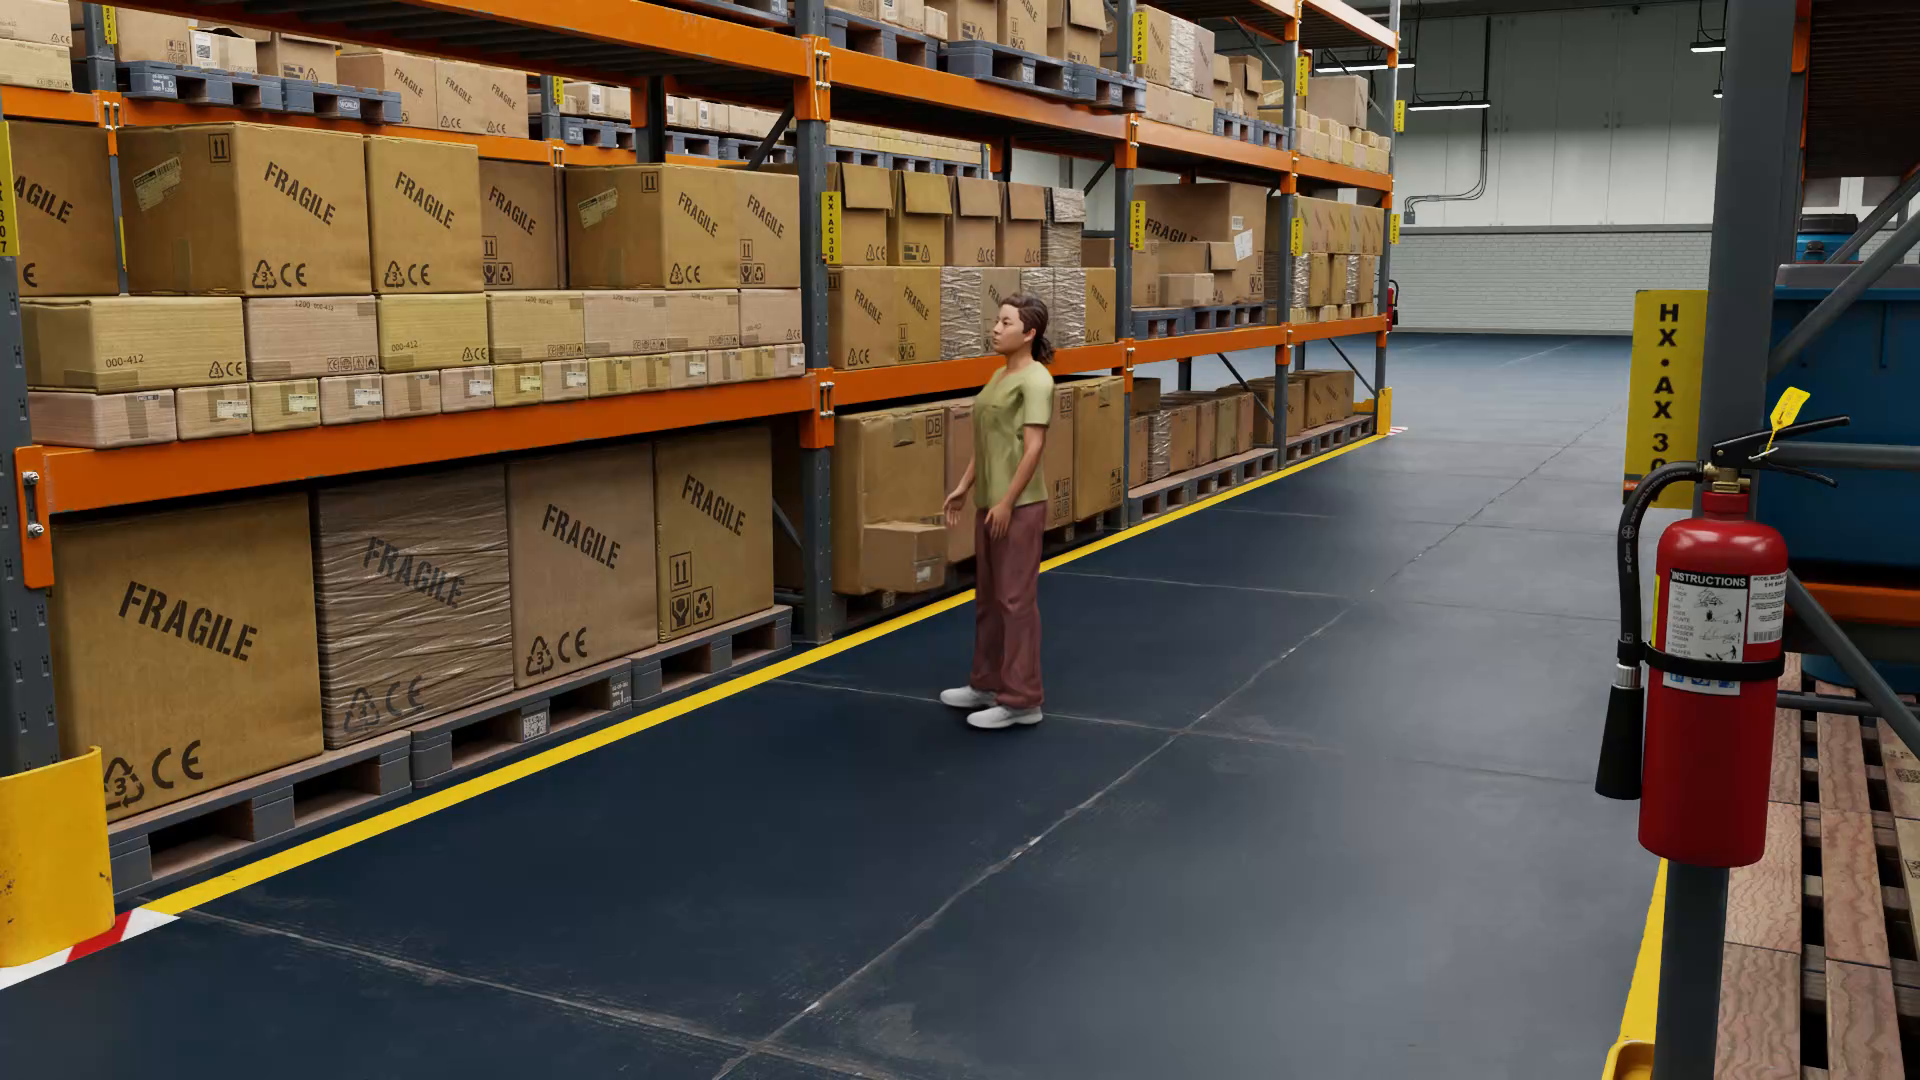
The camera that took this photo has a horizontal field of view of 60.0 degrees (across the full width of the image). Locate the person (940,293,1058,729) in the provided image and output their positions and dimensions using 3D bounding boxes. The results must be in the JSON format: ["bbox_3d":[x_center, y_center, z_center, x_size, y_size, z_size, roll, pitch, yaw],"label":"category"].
[{"bbox_3d":[0.174,-0.122,6.537,0.414,1.680,0.536,-3,10,-19],"label":"person"}]
